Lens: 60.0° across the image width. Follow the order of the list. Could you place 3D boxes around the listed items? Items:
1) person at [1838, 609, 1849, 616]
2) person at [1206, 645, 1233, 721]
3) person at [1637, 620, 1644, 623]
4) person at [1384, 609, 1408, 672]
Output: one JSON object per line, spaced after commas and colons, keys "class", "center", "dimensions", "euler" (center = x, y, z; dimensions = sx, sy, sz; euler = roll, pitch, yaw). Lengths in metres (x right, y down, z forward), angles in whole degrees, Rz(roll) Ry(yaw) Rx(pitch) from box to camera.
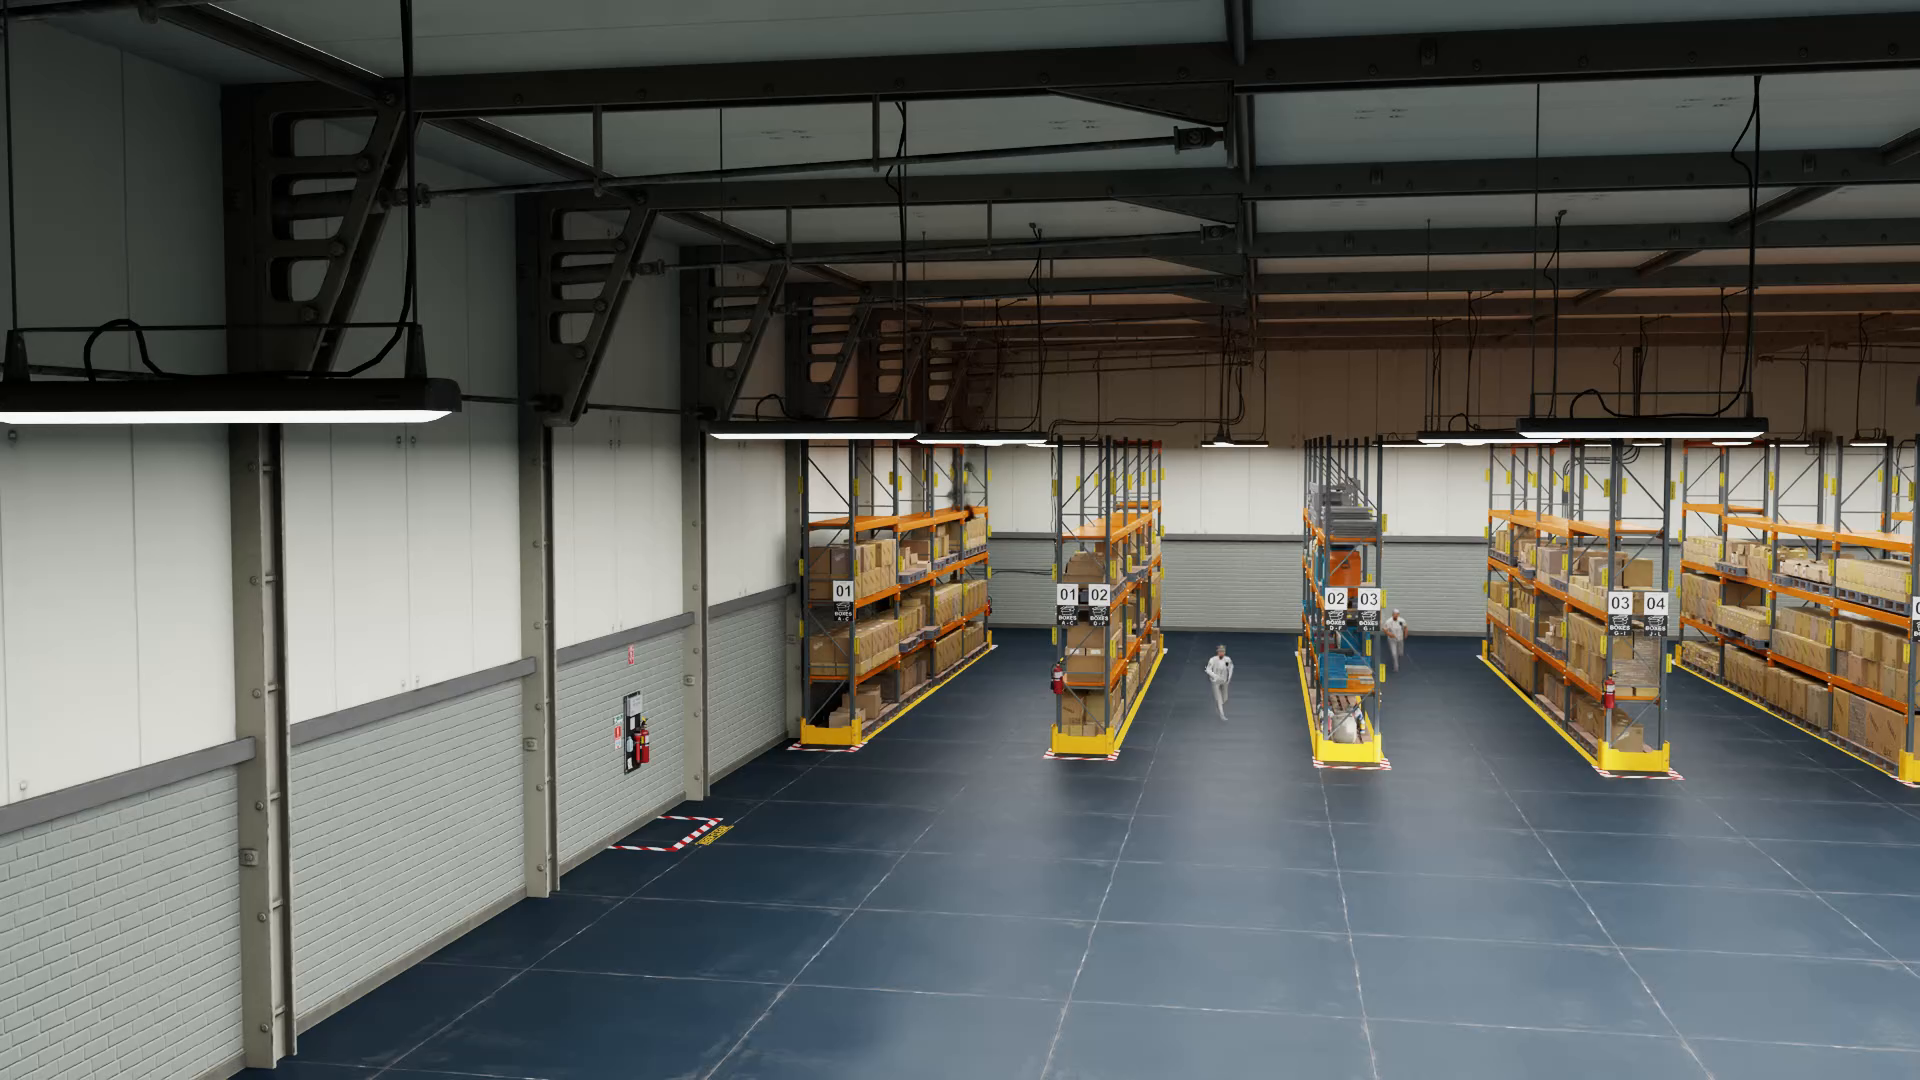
{"class": "person", "center": [23.672, 2.425, 44.789], "dimensions": [0.728, 1.800, 0.671], "euler": [0, 3, 3]}
{"class": "person", "center": [5.505, 3.012, 35.230], "dimensions": [0.600, 1.629, 0.695], "euler": [0, 3, -1]}
{"class": "person", "center": [18.143, 2.483, 44.452], "dimensions": [0.682, 1.702, 0.605], "euler": [1, 3, 18]}
{"class": "person", "center": [11.313, 2.605, 43.163], "dimensions": [0.643, 1.626, 0.633], "euler": [0, 3, 2]}
